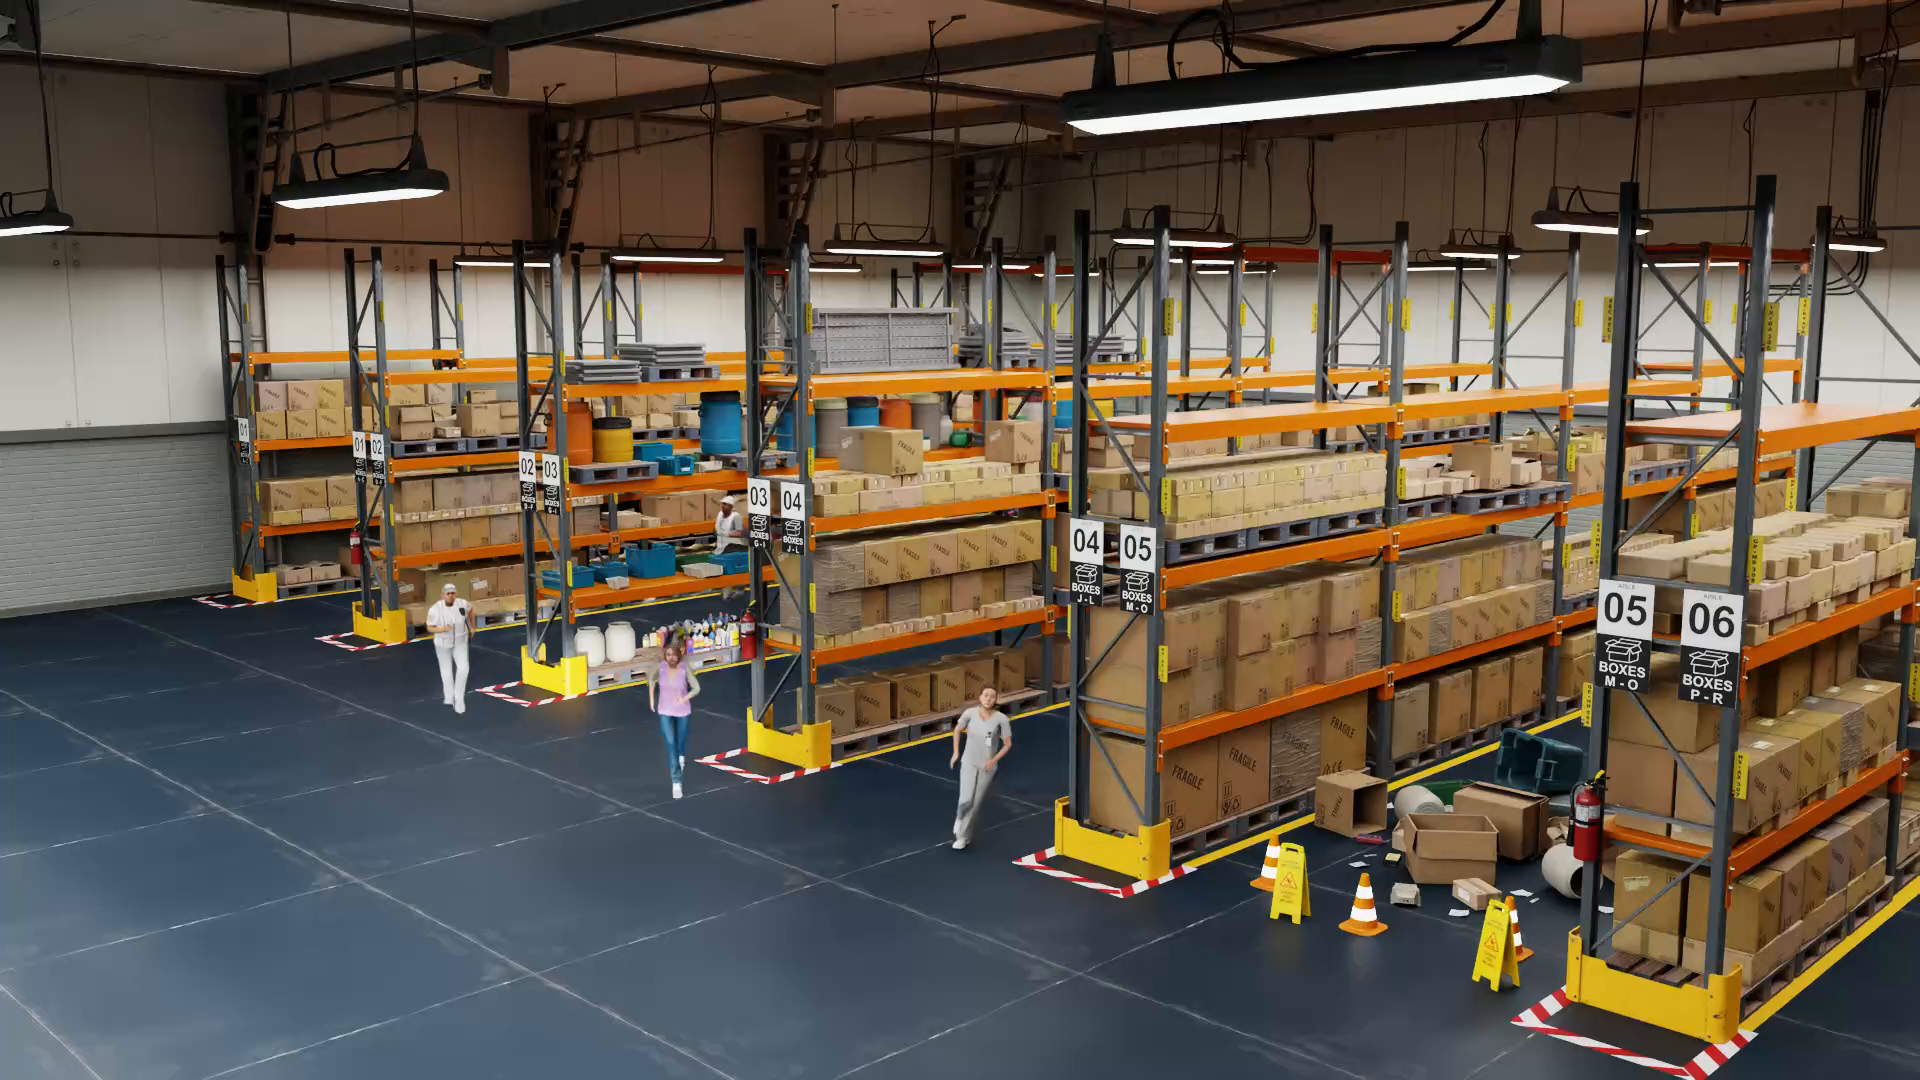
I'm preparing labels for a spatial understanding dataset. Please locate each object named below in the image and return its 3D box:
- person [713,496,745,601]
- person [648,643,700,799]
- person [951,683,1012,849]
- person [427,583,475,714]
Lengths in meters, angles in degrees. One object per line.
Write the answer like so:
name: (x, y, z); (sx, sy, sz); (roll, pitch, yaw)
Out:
person: (-3.836, 0.142, 27.528); (0.666, 1.758, 0.736); (6, 10, 35)
person: (-3.054, 1.867, 17.807); (0.557, 1.599, 0.931); (-1, 8, -6)
person: (0.188, 2.161, 15.744); (0.590, 1.588, 0.506); (1, 8, 8)
person: (-6.471, 1.363, 21.184); (0.628, 1.683, 0.811); (-4, 9, -26)
